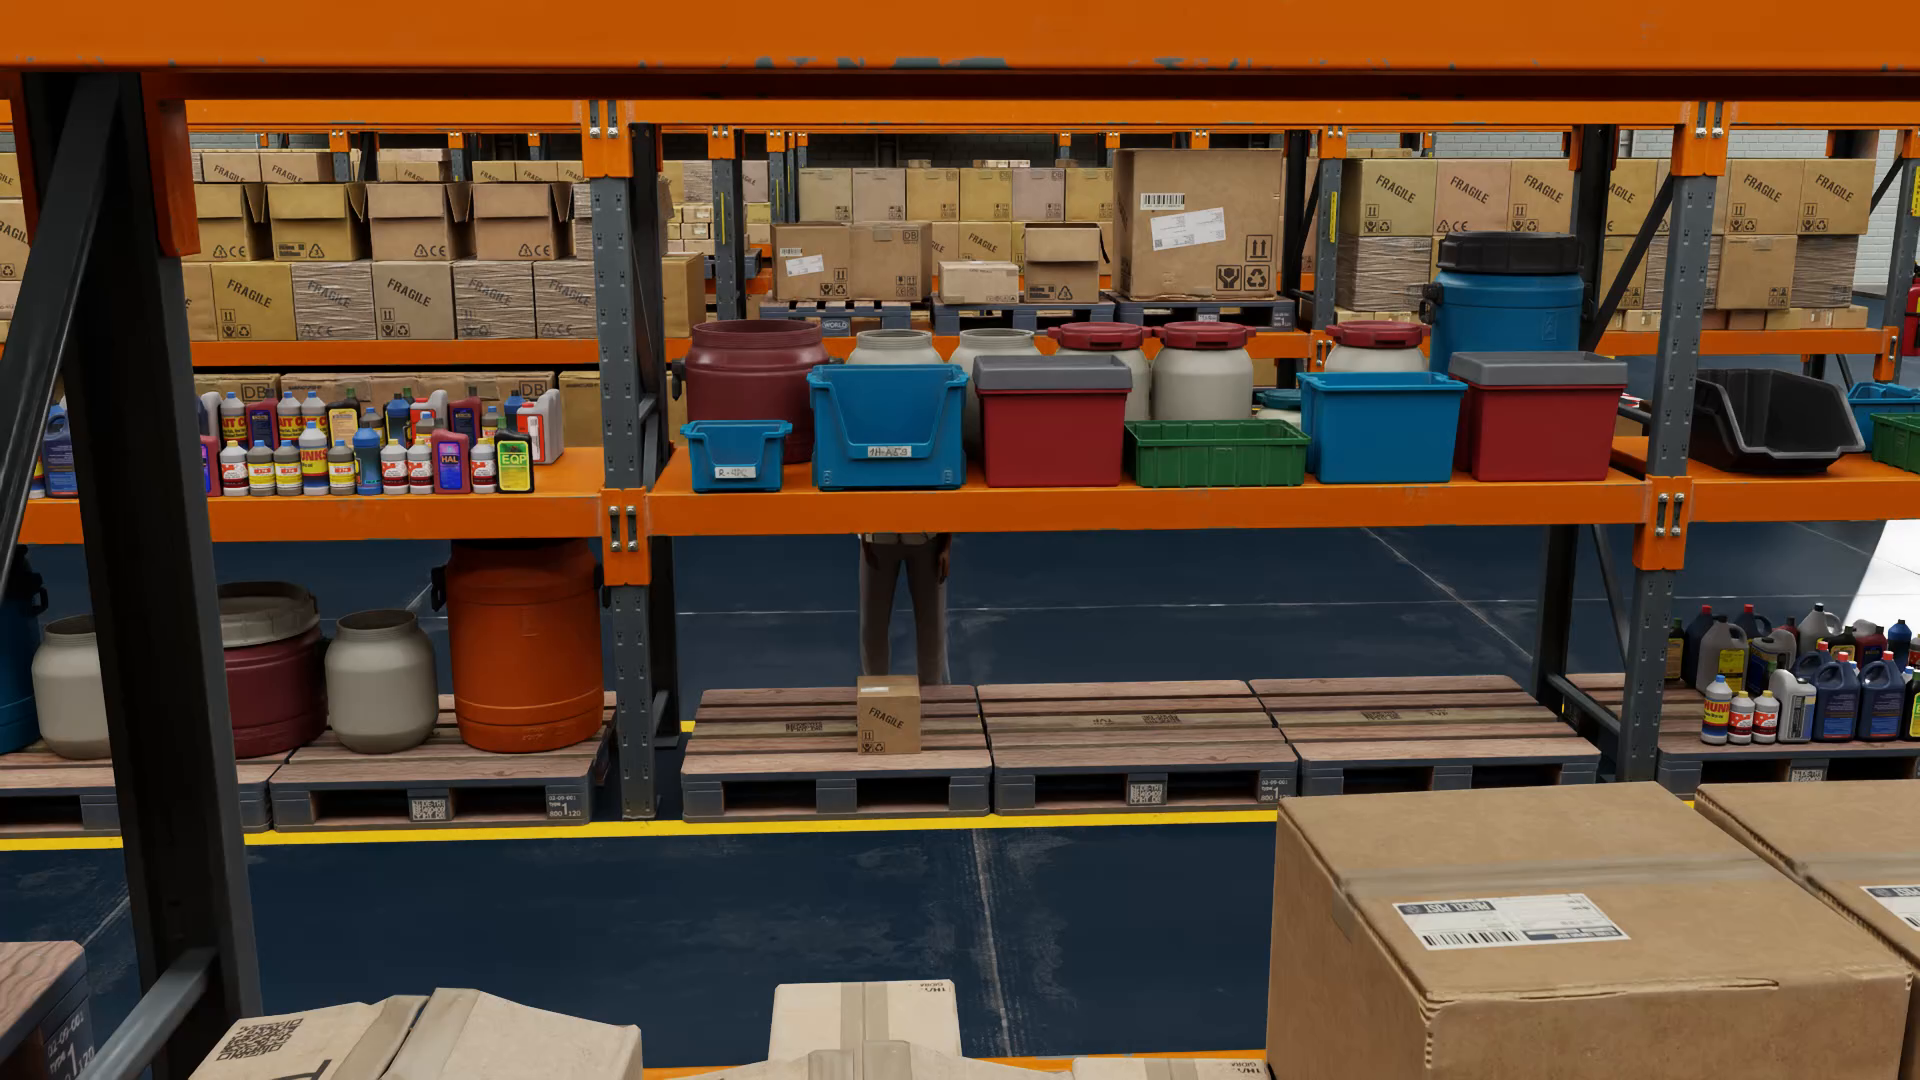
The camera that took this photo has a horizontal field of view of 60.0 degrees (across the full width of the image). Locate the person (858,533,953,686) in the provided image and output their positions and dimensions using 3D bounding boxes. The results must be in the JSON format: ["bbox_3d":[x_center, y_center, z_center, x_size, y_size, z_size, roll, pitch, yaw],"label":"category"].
[{"bbox_3d":[-0.233,0.047,7.384,0.450,1.637,0.409,1,14,3],"label":"person"}]
